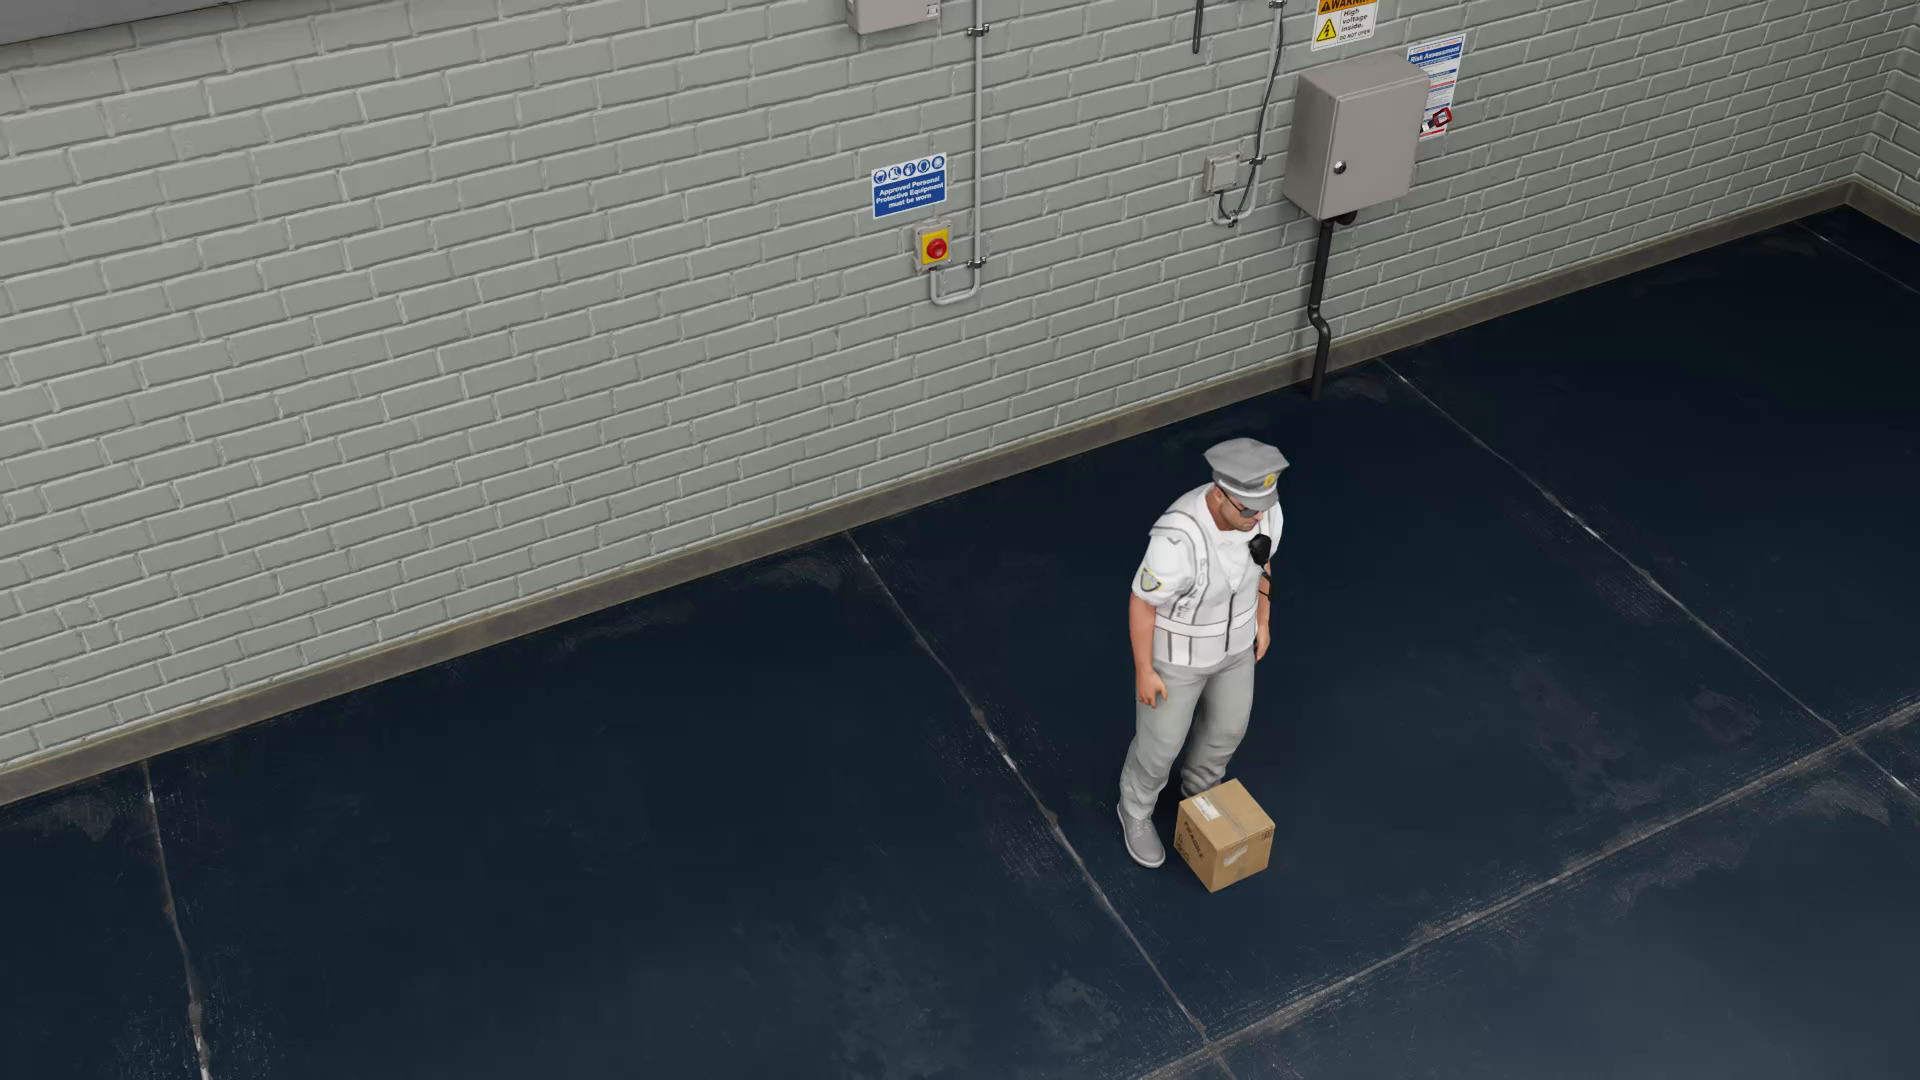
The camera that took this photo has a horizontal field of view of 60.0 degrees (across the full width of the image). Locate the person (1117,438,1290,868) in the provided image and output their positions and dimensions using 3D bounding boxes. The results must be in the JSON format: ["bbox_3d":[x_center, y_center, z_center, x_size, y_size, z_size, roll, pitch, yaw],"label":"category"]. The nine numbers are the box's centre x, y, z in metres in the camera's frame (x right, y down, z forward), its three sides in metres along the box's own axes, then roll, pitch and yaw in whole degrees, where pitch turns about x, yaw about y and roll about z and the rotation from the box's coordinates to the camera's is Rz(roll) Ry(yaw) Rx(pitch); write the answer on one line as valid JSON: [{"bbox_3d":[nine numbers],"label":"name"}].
[{"bbox_3d":[0.834,0.362,5.736,0.584,1.747,0.478,-21,45,-22],"label":"person"}]
